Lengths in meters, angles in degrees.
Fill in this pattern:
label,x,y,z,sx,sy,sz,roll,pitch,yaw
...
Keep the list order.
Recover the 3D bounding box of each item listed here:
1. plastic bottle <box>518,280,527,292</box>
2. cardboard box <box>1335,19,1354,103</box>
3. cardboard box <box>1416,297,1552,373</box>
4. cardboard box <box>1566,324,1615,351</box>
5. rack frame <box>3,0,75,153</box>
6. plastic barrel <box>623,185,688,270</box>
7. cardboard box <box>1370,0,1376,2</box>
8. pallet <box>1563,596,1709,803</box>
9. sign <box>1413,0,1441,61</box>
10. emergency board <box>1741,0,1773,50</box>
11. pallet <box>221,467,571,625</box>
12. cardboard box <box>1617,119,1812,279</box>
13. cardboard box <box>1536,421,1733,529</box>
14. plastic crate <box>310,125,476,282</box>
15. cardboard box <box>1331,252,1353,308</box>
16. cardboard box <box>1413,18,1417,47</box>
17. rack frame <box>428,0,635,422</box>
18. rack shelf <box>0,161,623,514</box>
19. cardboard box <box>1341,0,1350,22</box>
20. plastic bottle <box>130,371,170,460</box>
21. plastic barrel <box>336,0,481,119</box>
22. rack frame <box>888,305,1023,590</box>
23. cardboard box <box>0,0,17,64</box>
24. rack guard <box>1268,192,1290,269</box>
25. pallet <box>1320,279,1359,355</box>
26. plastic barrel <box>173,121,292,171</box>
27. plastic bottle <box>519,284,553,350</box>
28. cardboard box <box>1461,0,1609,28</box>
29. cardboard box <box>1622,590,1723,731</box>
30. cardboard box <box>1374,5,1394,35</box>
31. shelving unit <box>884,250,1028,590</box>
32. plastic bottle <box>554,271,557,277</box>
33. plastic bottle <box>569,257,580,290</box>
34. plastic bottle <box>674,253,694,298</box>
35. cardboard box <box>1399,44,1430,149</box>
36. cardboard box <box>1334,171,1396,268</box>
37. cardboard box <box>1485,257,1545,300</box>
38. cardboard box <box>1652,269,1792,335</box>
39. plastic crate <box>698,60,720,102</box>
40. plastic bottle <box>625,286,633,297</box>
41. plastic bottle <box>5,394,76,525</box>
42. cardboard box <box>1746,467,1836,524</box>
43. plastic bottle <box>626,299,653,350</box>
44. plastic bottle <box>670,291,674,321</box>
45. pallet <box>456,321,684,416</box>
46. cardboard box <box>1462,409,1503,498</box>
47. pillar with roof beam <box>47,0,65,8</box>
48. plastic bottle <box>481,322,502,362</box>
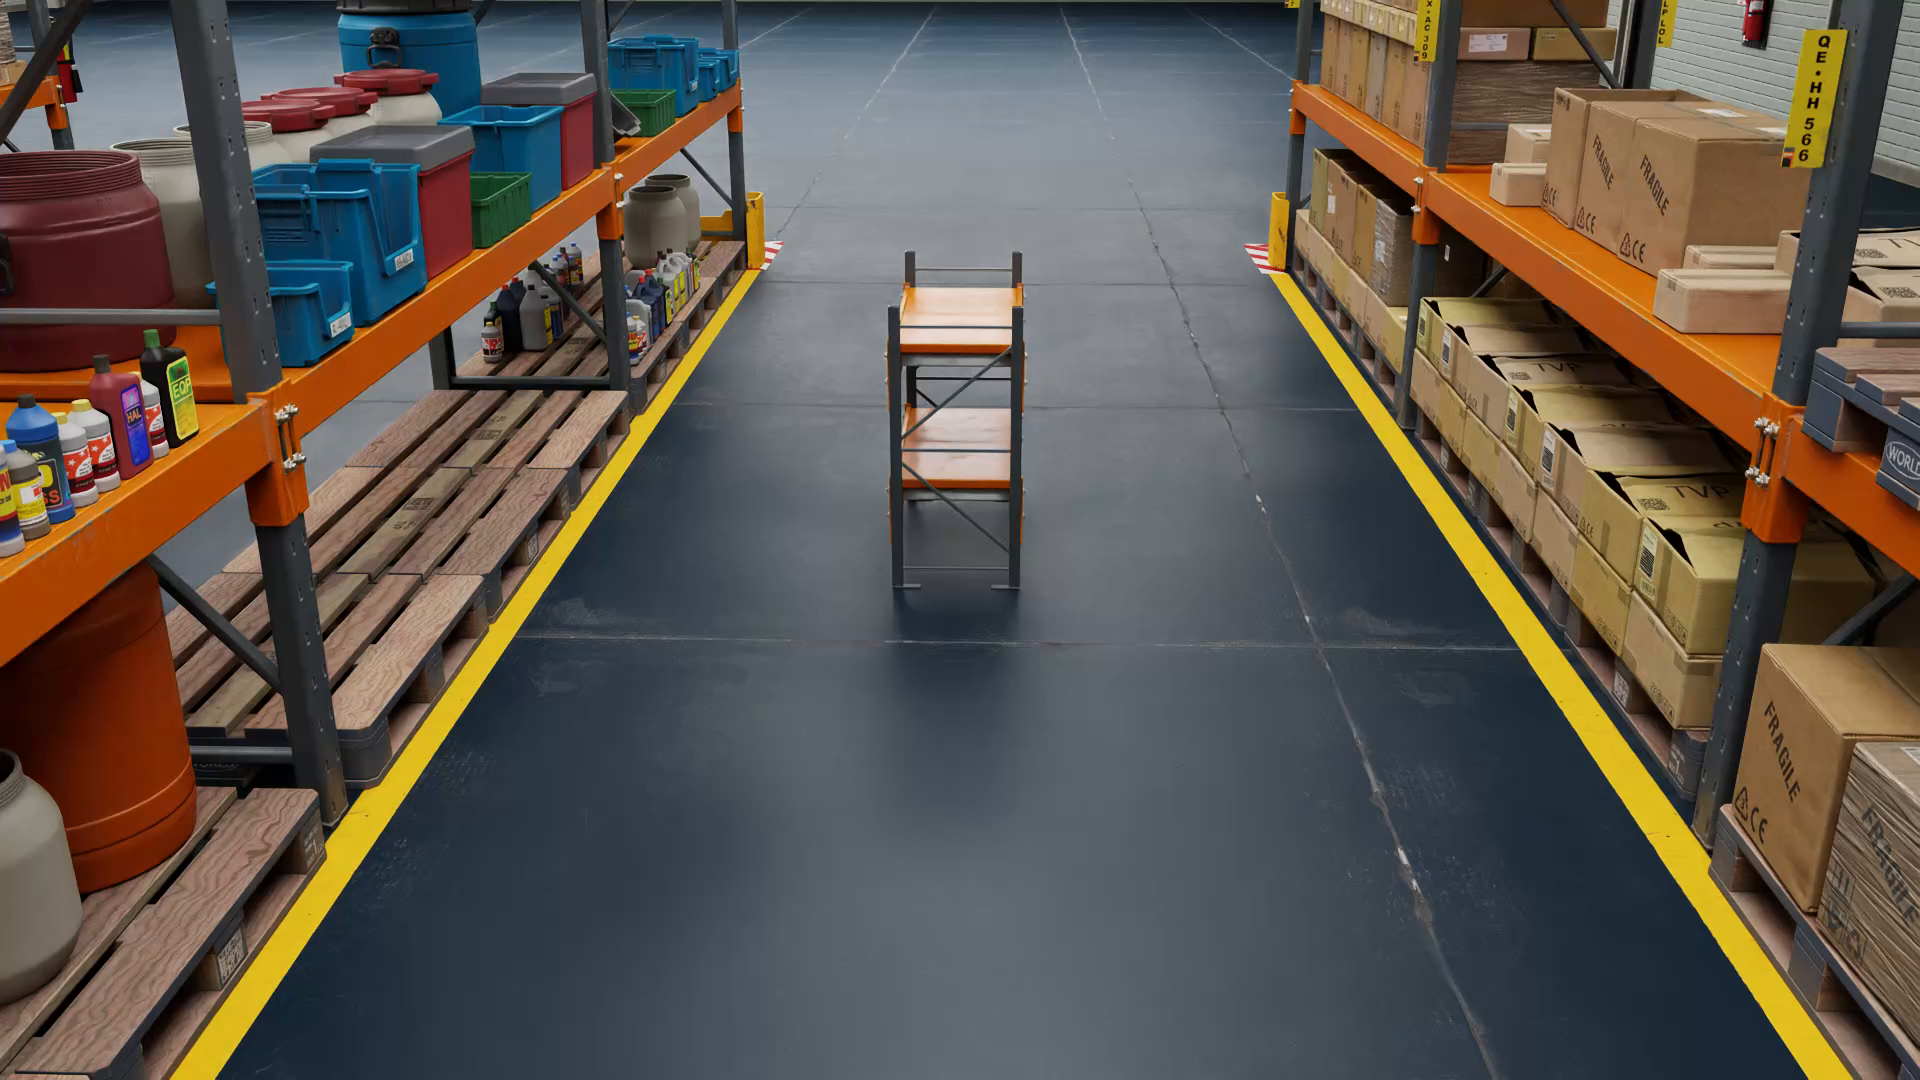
label,x,y,z,sx,sy,sz,roll,pitch,yaw
plastic bottle,-2.502,-1.330,9.456,0.061,0.283,0.133,2,21,5
cardboard box,2.832,-3.105,10.746,0.700,0.500,0.500,1,21,3
cardboard box,2.487,-0.999,7.902,0.500,0.311,0.500,1,21,2
cardboard box,3.013,-0.808,7.410,0.500,0.311,0.500,1,21,3
rack frame,-7.032,-3.527,11.972,1.000,3.000,0.127,1,21,2
plastic barrel,-2.040,-2.088,11.123,0.421,0.512,0.421,0,21,0
cardboard box,2.816,-3.508,9.991,0.700,0.500,0.500,1,21,2
pallet,2.691,0.479,5.504,1.003,0.211,1.213,1,21,2
sign,2.194,-2.416,7.804,0.100,0.325,0.005,1,21,2
emergency board,8.961,-6.163,18.767,0.194,1.169,0.643,1,21,2
pallet,-2.222,0.000,6.736,1.003,0.211,1.213,1,21,2
cardboard box,2.661,-1.178,5.779,0.500,0.500,0.500,0,21,-1
cardboard box,2.424,-0.262,6.003,0.500,0.311,0.500,0,21,1
plastic crate,-1.969,-1.191,5.863,0.402,0.464,0.583,1,21,2
cardboard box,2.584,-1.597,10.218,0.500,0.250,0.500,1,21,2
cardboard box,2.558,-2.604,8.559,0.380,0.149,0.250,0,21,0
rack frame,-2.203,-2.026,8.104,1.000,3.000,0.127,1,21,2
rack shelf,-2.263,-0.968,6.371,1.077,0.370,4.000,1,21,2
cardboard box,2.619,-3.349,10.479,0.380,0.149,0.250,0,21,1
plastic bottle,-1.932,-0.295,3.917,0.097,0.201,0.097,0,21,0
plastic barrel,-2.517,-2.124,7.662,0.600,0.901,0.708,1,21,2
rack frame,-0.016,-0.338,6.345,0.500,1.125,0.032,1,21,2
cardboard box,-7.076,-3.514,11.389,0.875,0.500,0.500,1,21,2
rack guard,2.871,-2.260,12.162,1.175,0.500,0.348,1,21,2
pallet,2.849,-1.400,10.345,1.003,0.211,1.213,1,21,2
plastic barrel,-2.494,-1.159,5.714,0.421,0.512,0.421,0,21,0
plastic bottle,-2.327,-1.231,9.108,0.144,0.351,0.185,1,21,2
cardboard box,2.756,-2.782,8.121,0.700,0.500,0.500,1,21,2
cardboard box,2.399,0.369,5.152,0.500,0.250,0.500,1,21,3
cardboard box,2.588,-2.975,9.515,0.380,0.149,0.250,1,21,3
shelving unit,0.000,-0.522,6.819,0.538,1.125,1.048,1,21,2
plastic bottle,-2.464,-1.525,10.073,0.097,0.201,0.097,0,21,0
plastic bottle,-2.451,-1.684,10.481,0.097,0.201,0.097,0,21,0
plastic bottle,-1.734,-1.648,10.287,0.152,0.276,0.135,1,21,2
cardboard box,2.765,-2.368,8.848,0.700,0.500,0.500,0,21,1
cardboard box,2.583,-1.946,10.083,0.500,0.500,0.500,1,21,2
cardboard box,3.075,-1.398,8.670,0.500,0.500,0.500,1,21,2
cardboard box,2.378,-0.735,5.124,0.380,0.149,0.250,1,21,2
plastic crate,-1.822,-2.984,10.779,0.499,0.251,0.408,1,21,2
plastic bottle,-1.879,-1.300,9.397,0.097,0.271,0.097,0,21,0
plastic bottle,-1.945,-0.174,3.508,0.097,0.271,0.097,0,21,0
cardboard box,2.944,-0.076,5.523,0.500,0.311,0.500,0,21,0
plastic bottle,-1.772,-1.189,9.104,0.152,0.276,0.135,1,21,4
plastic bottle,-1.725,-1.384,9.711,0.097,0.201,0.097,0,21,0
pallet,-2.140,-0.969,9.234,1.003,0.211,1.213,1,21,2
cardboard box,2.459,-0.369,7.054,0.500,0.250,0.500,0,21,0
pillar with roof beam,-17.605,-17.044,38.516,9.100,9.000,0.400,1,21,2
plastic bottle,-2.503,-1.061,8.878,0.097,0.201,0.097,0,21,0
